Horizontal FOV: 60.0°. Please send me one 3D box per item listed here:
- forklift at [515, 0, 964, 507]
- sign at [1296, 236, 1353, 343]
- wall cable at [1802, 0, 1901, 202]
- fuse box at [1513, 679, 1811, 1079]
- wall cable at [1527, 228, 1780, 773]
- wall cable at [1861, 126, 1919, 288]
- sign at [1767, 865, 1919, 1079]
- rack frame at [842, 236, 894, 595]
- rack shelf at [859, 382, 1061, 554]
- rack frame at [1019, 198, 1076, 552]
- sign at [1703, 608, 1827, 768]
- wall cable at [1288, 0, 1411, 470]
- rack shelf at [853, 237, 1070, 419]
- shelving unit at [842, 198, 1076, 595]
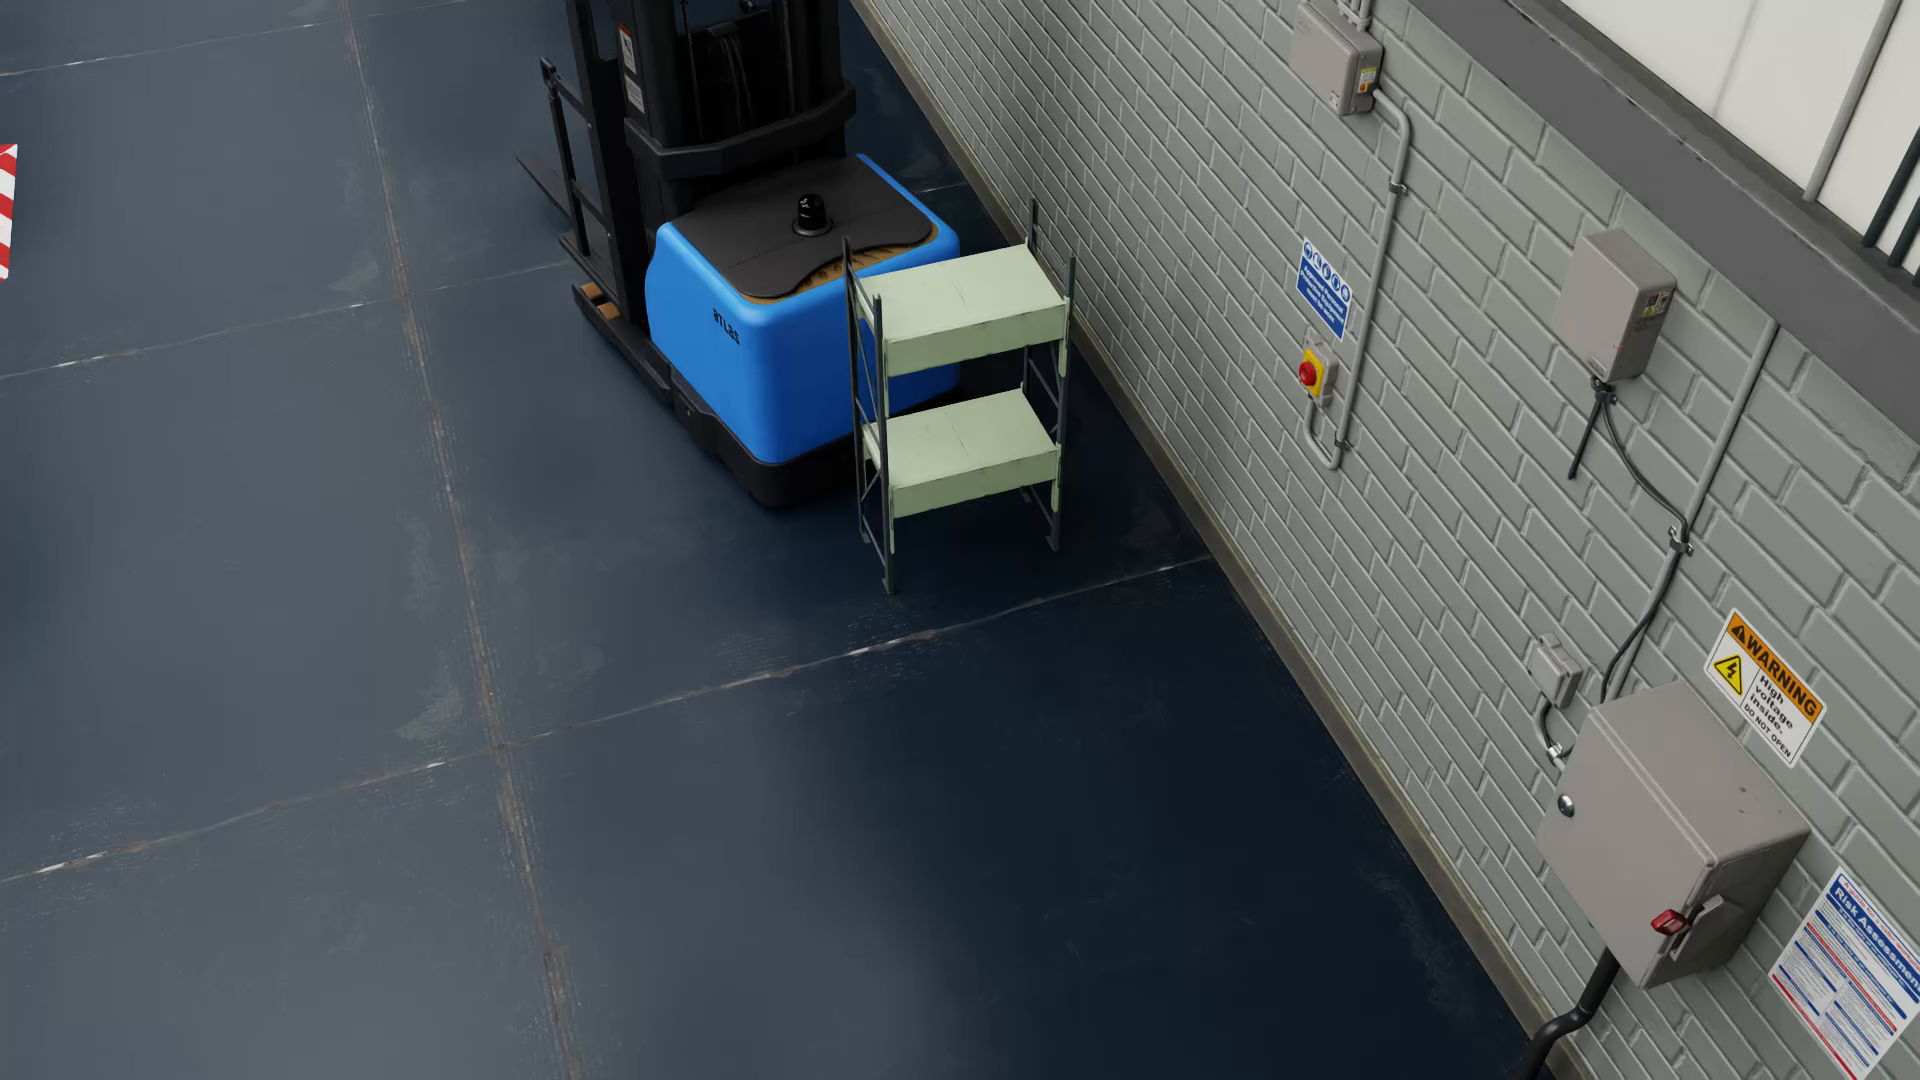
[{"bbox_3d":[-1.229,-2.189,7.172,1.130,2.935,3.031,-26,51,-23],"label":"forklift"},{"bbox_3d":[1.221,-0.844,5.592,0.001,0.218,0.327,-14,47,-14],"label":"sign"},{"bbox_3d":[1.392,-2.502,3.199,0.029,3.000,2.355,-14,47,-14],"label":"wall cable"},{"bbox_3d":[1.756,1.188,4.667,0.414,1.711,0.539,-14,47,-14],"label":"fuse box"},{"bbox_3d":[1.673,-0.118,4.342,0.122,1.984,0.588,-14,47,-14],"label":"wall cable"},{"bbox_3d":[2.302,-0.650,1.327,0.133,3.039,2.988,-14,47,-14],"label":"wall cable"},{"bbox_3d":[2.119,1.046,3.966,0.001,0.494,0.329,-14,47,-14],"label":"sign"},{"bbox_3d":[-0.351,-0.440,6.439,0.023,1.500,0.400,-14,47,-14],"label":"rack frame"},{"bbox_3d":[-0.006,-0.298,6.757,0.720,0.370,0.431,-14,47,-14],"label":"rack shelf"},{"bbox_3d":[0.338,-0.616,6.614,0.023,1.500,0.400,-14,47,-14],"label":"rack frame"},{"bbox_3d":[1.932,0.355,4.005,0.001,0.242,0.339,-14,47,-14],"label":"sign"},{"bbox_3d":[1.180,-1.071,5.270,0.123,1.953,0.585,-14,47,-14],"label":"wall cable"},{"bbox_3d":[-0.006,-0.803,6.250,0.720,0.370,0.431,-14,47,-14],"label":"rack shelf"},{"bbox_3d":[-0.006,-0.528,6.526,0.755,1.500,0.431,-14,47,-14],"label":"shelving unit"}]
